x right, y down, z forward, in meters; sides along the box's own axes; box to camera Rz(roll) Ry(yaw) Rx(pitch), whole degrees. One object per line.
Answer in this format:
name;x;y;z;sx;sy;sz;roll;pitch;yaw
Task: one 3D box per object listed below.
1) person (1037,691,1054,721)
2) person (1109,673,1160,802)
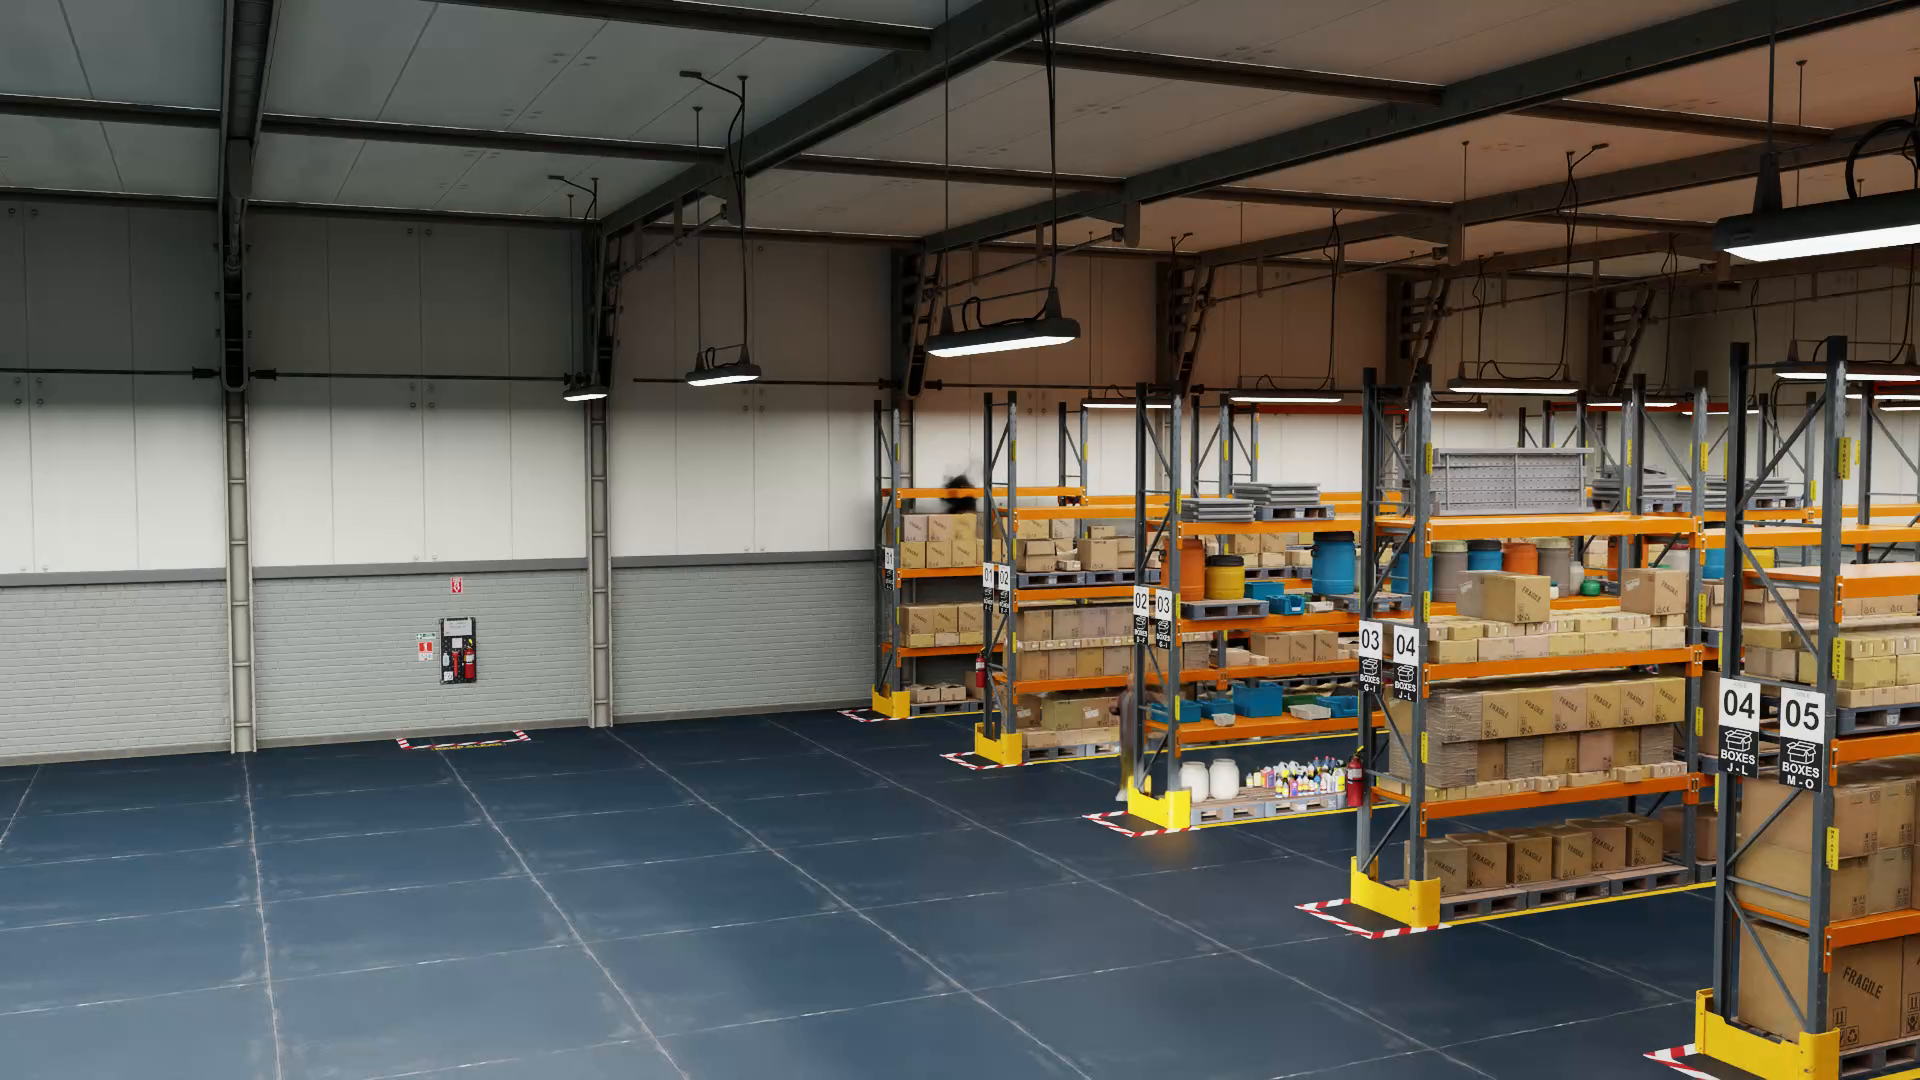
person;1.587;2.584;29.522;0.801;1.739;0.700;-2;4;-37
person;2.514;2.847;24.214;0.795;1.825;0.691;-2;4;-32
